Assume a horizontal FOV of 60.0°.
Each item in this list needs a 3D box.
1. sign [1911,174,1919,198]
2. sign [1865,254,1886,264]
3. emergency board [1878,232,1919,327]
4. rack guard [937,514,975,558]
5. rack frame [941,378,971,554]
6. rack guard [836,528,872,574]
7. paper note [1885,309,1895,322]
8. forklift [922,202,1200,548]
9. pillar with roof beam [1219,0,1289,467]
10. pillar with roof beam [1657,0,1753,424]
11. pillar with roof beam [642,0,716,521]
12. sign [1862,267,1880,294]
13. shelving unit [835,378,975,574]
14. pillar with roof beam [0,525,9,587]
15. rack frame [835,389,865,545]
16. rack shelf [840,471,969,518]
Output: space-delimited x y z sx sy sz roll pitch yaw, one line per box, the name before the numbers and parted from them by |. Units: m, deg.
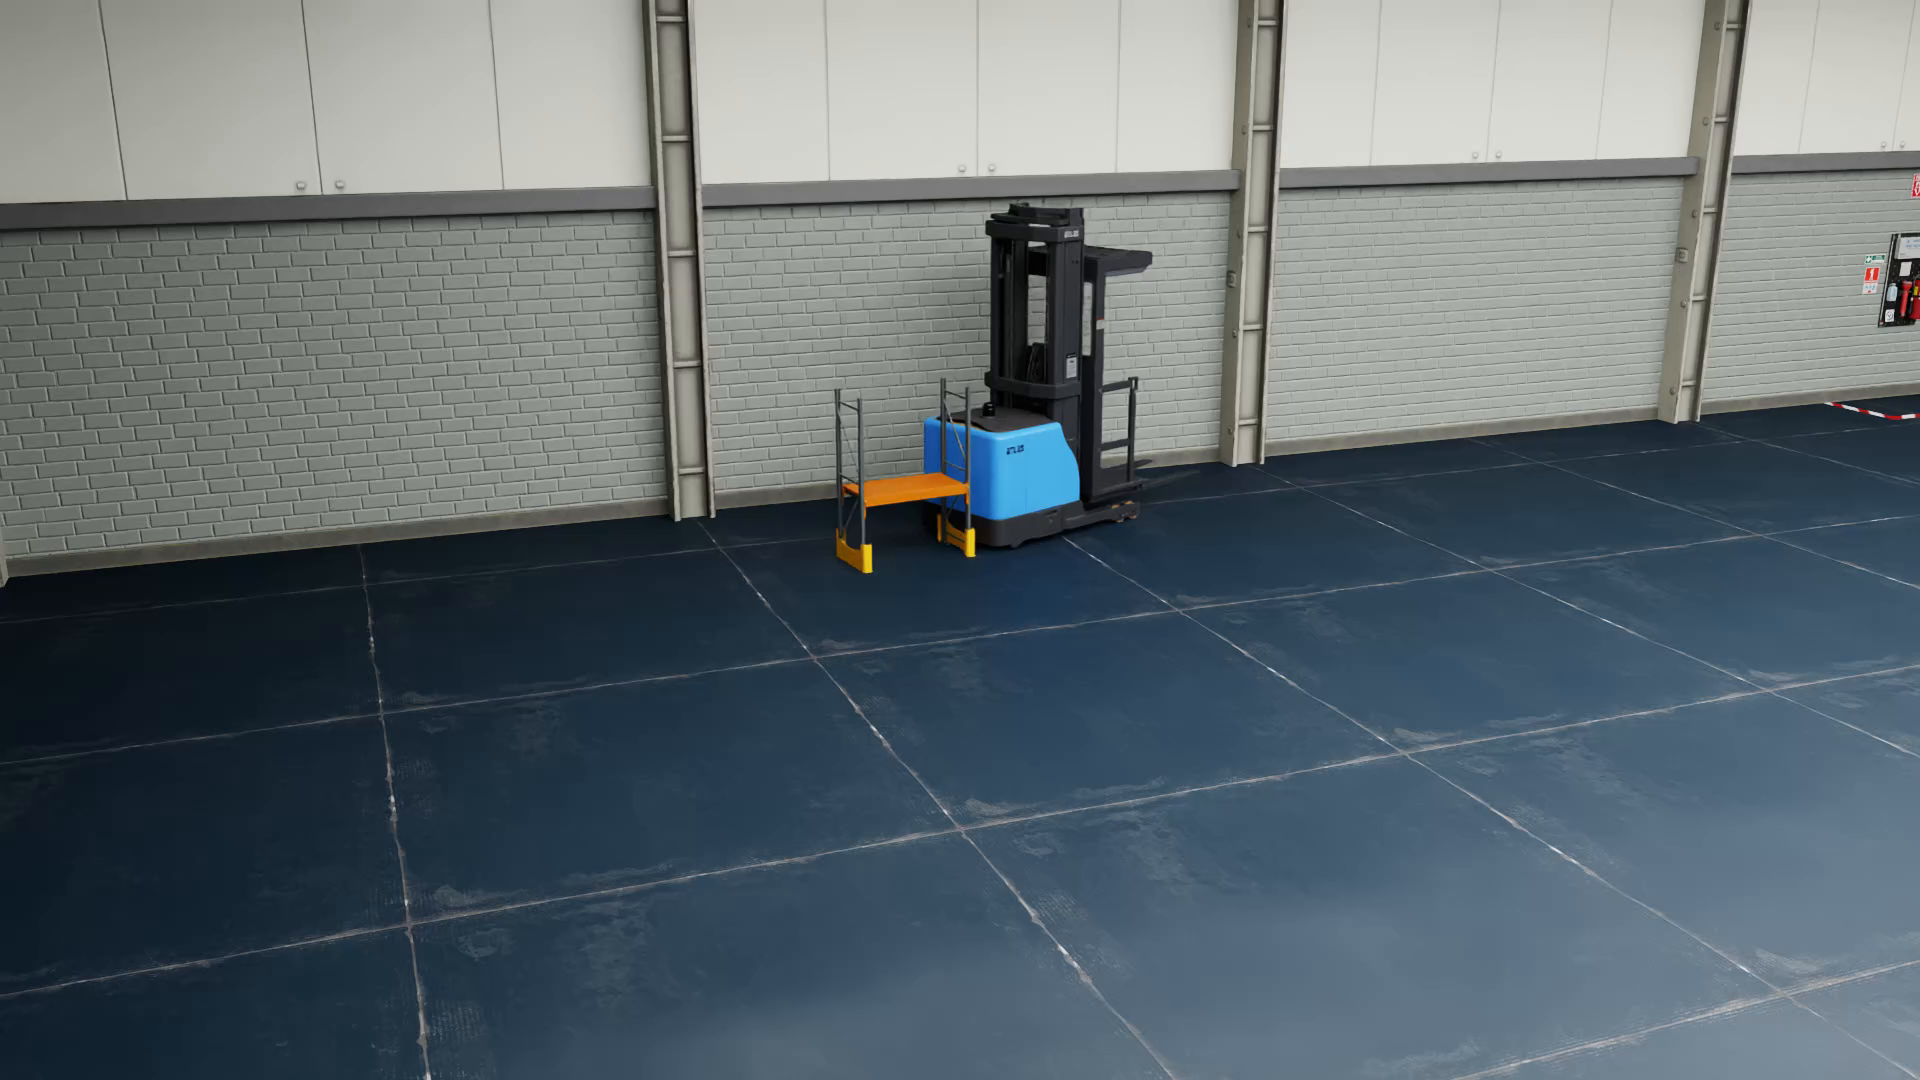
sign | 11.879 -4.391 20.612 0.199 0.298 0.001 -6 17 -20
sign | 11.376 -3.494 20.668 0.331 0.109 0.001 -6 17 -20
emergency board | 11.922 -3.253 20.852 0.643 1.169 0.194 -6 17 -20
rack guard | -0.039 -0.043 14.800 0.087 0.250 0.587 -9 18 -27
rack frame | -0.038 -0.643 14.625 0.032 1.500 0.500 -9 18 -27
rack guard | -0.918 0.089 14.350 0.087 0.250 0.587 -9 18 -27
paper note | 11.732 -2.831 20.977 0.142 0.148 0.016 -6 17 -20
forklift | 1.076 -1.665 15.566 3.031 2.935 1.130 -15 22 -41
pillar with roof beam | 4.578 -4.028 12.844 0.400 9.000 9.100 -6 17 -20
pillar with roof beam | 10.181 -4.633 14.904 0.400 9.000 9.100 -6 17 -20
pillar with roof beam | -1.024 -3.423 10.784 0.400 9.000 9.100 -6 17 -20
sign | 11.369 -3.241 20.749 0.234 0.329 0.001 -6 17 -20
shelving unit | -0.478 -0.576 14.399 1.083 1.500 0.587 -9 18 -27
pillar with roof beam | -6.627 -2.818 8.724 0.400 9.000 9.100 -6 17 -20
rack frame | -0.935 -0.508 14.165 0.032 1.500 0.500 -9 18 -27
rack shelf | -0.486 -0.403 14.446 1.000 0.185 0.538 -9 18 -27
